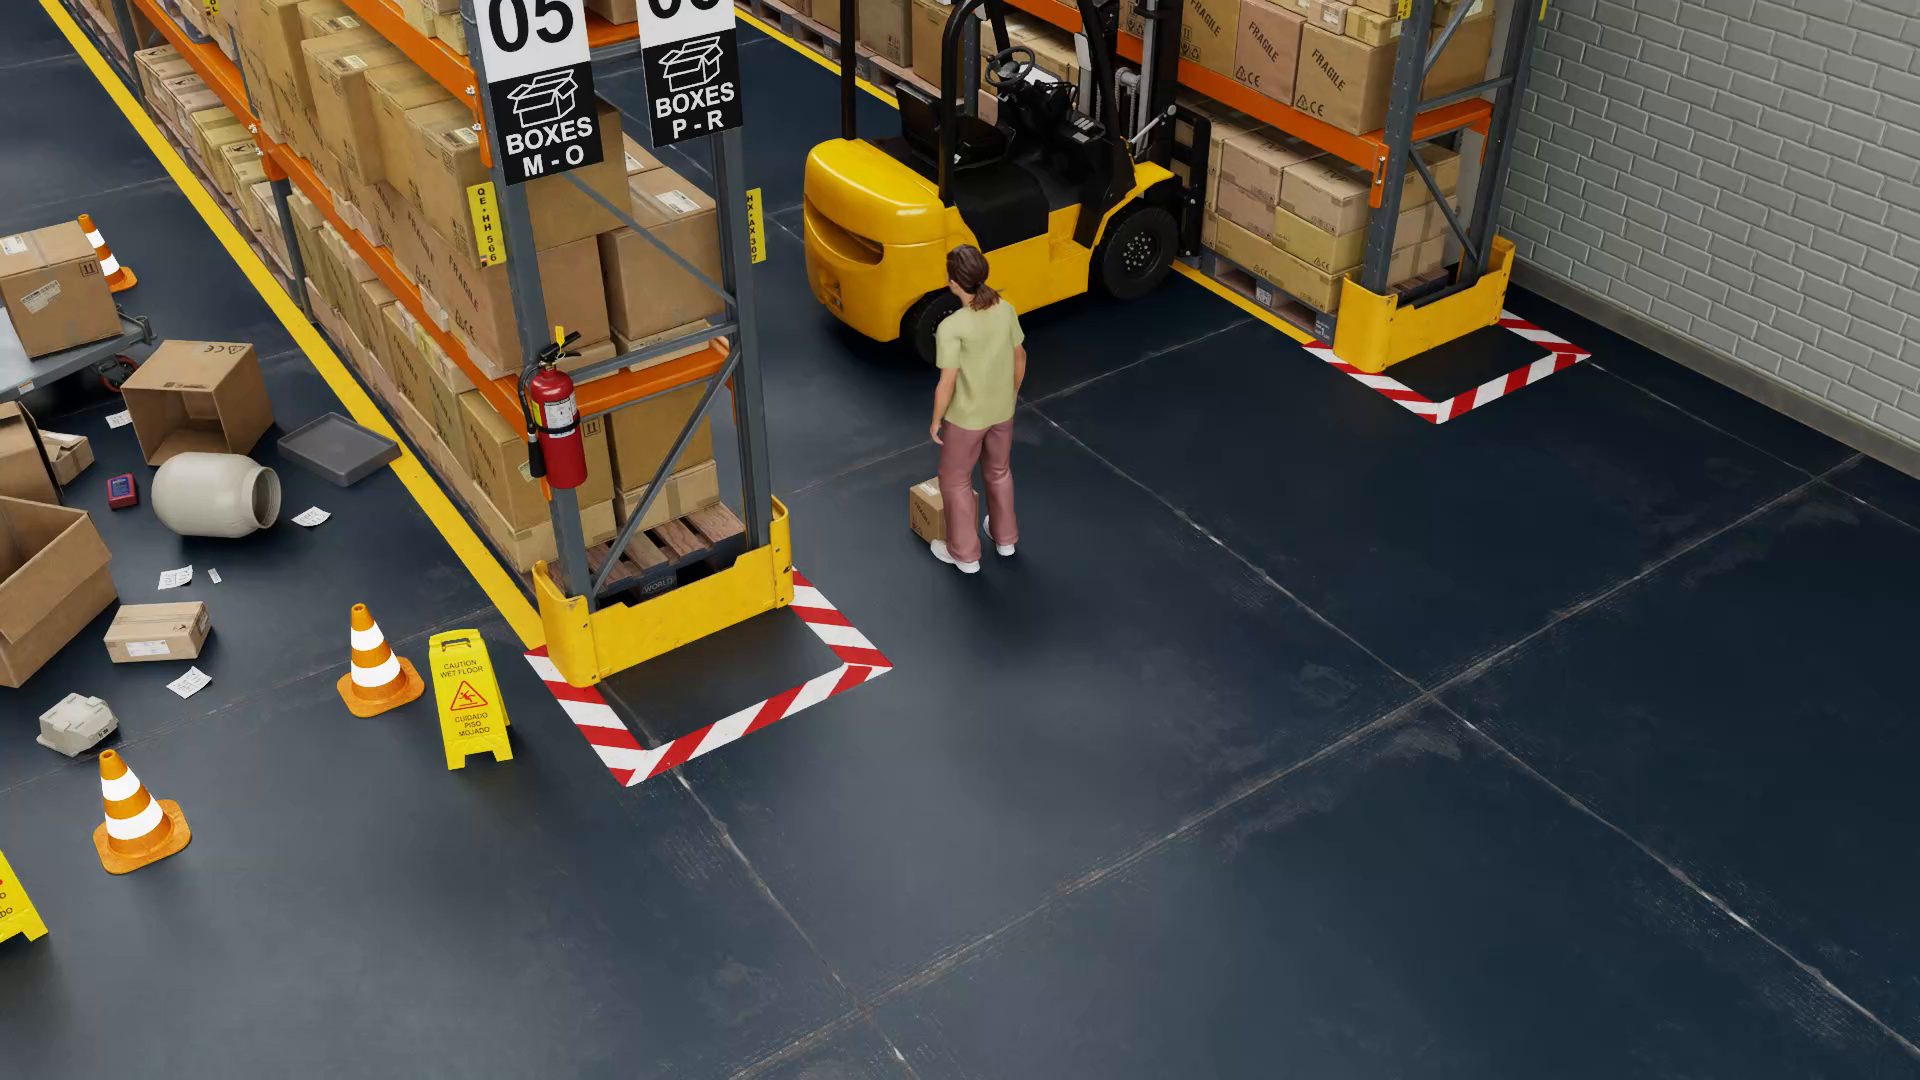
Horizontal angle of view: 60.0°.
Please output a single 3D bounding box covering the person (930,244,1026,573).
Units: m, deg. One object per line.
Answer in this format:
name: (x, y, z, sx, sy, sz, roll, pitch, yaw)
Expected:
person: (0.070, -0.603, 7.816, 0.499, 1.673, 0.356, -22, 42, -27)
